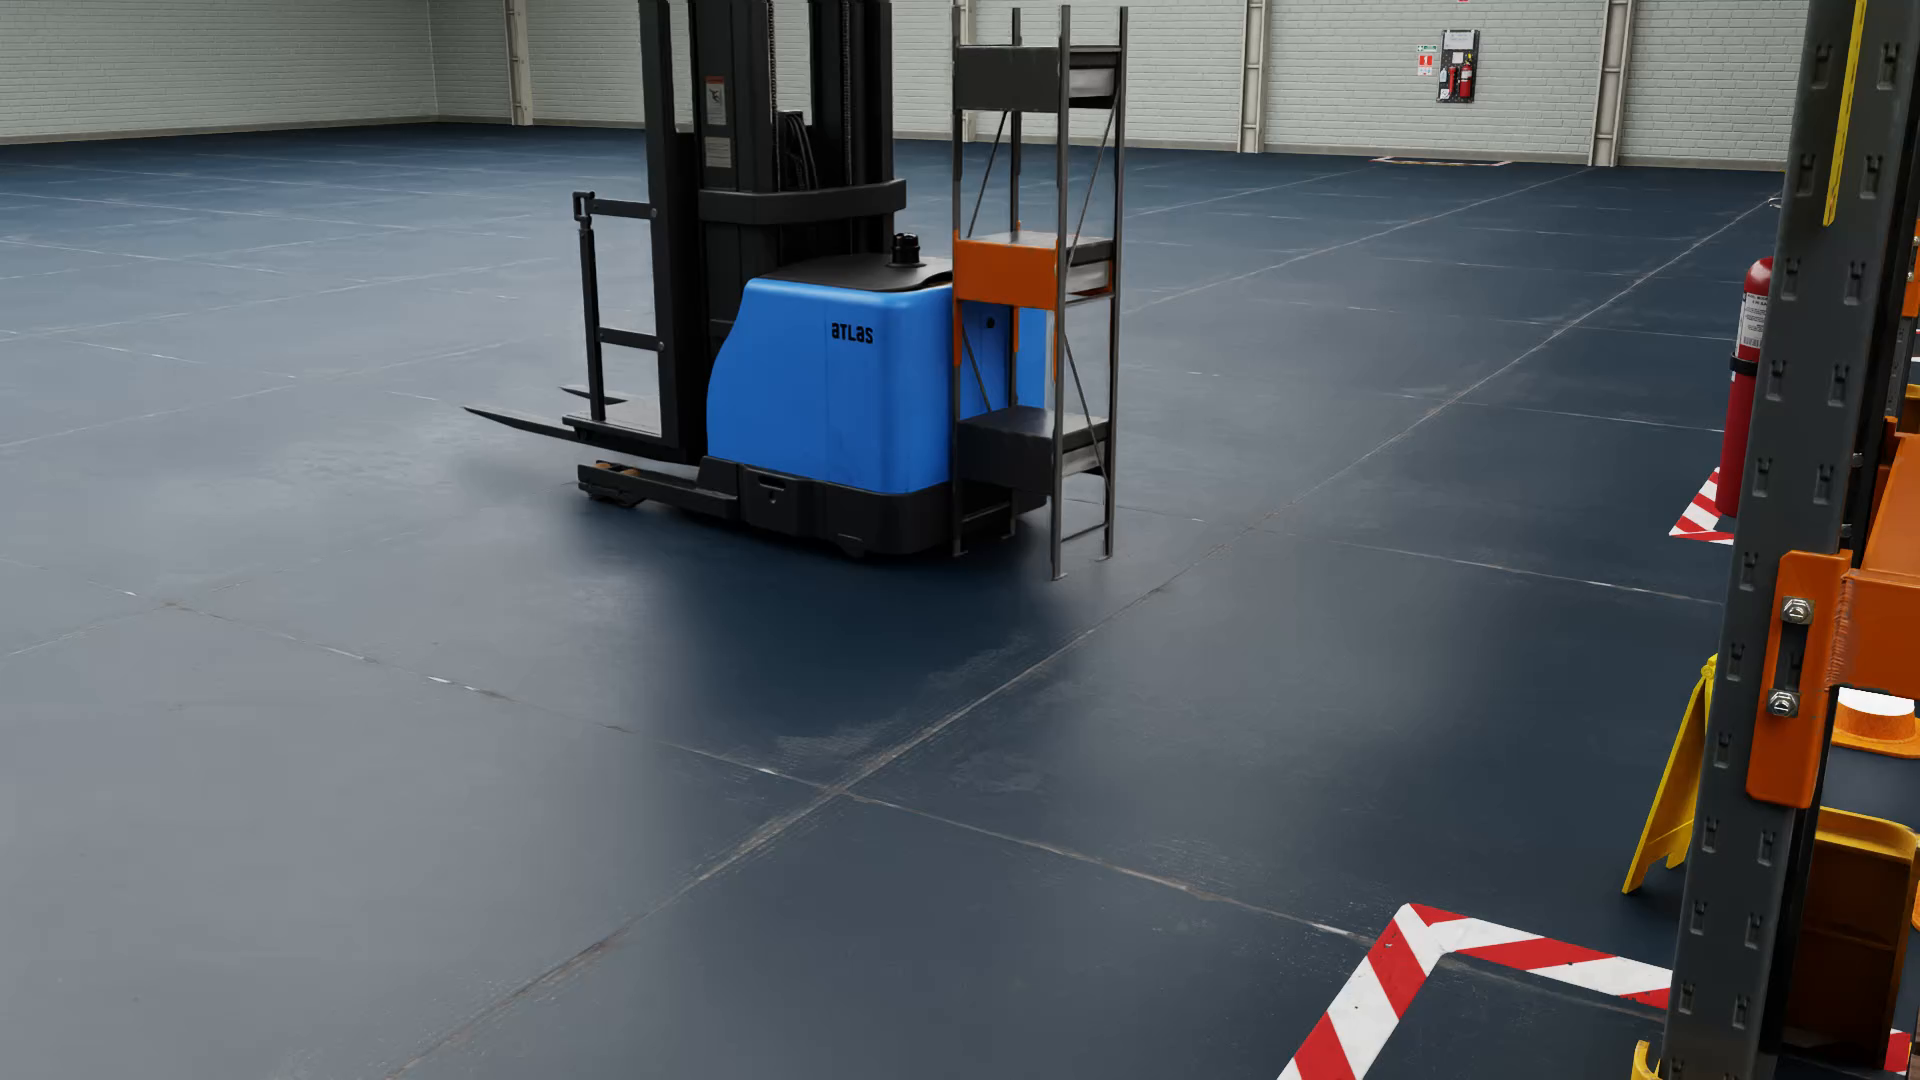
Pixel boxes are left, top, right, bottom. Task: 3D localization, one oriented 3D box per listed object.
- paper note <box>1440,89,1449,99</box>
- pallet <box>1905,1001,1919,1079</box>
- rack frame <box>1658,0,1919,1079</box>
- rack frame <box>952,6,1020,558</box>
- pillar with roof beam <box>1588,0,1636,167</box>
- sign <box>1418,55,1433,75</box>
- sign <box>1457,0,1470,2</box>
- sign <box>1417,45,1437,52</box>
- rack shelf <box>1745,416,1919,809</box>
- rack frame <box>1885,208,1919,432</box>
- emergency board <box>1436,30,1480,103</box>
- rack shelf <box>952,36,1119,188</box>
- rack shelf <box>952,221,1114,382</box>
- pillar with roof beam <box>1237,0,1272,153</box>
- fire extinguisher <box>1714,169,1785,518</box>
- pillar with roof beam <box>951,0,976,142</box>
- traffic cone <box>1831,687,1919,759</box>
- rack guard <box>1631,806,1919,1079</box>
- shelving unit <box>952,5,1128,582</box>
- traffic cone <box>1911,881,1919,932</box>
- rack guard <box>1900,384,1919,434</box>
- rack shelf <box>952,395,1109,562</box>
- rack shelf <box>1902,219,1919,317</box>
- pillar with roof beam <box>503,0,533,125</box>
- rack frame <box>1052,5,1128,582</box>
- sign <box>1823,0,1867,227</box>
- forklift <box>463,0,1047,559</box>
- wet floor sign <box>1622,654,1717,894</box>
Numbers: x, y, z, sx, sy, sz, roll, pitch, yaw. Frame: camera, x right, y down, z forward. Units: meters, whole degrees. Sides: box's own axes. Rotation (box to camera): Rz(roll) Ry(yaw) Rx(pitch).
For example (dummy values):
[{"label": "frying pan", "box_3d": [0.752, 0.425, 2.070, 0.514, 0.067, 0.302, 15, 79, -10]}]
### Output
[{"label": "paper note", "box_3d": [8.090, -7.443, 27.738, 0.142, 0.148, 0.016, 10, 20, 30]}, {"label": "pallet", "box_3d": [2.130, 1.198, 2.573, 1.213, 0.211, 1.003, 10, 20, 30]}, {"label": "rack frame", "box_3d": [1.391, -0.280, 2.641, 0.127, 3.000, 1.000, 10, 20, 30]}, {"label": "rack frame", "box_3d": [0.100, -0.979, 6.492, 0.015, 2.100, 0.400, 13, 21, 37]}, {"label": "pillar with roof beam", "box_3d": [8.038, -9.239, 21.814, 0.400, 9.000, 9.100, 10, 20, 30]}, {"label": "sign", "box_3d": [7.788, -7.947, 27.820, 0.234, 0.329, 0.001, 10, 20, 30]}, {"label": "sign", "box_3d": [8.250, -8.955, 27.213, 0.199, 0.298, 0.001, 10, 20, 30]}, {"label": "sign", "box_3d": [7.787, -8.197, 27.734, 0.331, 0.109, 0.001, 10, 20, 30]}, {"label": "rack shelf", "box_3d": [3.095, 0.369, 1.744, 4.000, 0.370, 1.077, 10, 20, 30]}, {"label": "rack frame", "box_3d": [3.896, -1.521, 6.728, 0.127, 3.000, 1.000, 10, 20, 30]}, {"label": "emergency board", "box_3d": [8.205, -7.820, 27.465, 0.643, 1.169, 0.194, 10, 20, 30]}, {"label": "rack shelf", "box_3d": [0.290, -1.592, 6.147, 0.480, 0.518, 0.431, 13, 21, 37]}, {"label": "rack shelf", "box_3d": [0.290, -0.922, 6.350, 0.480, 0.518, 0.431, 13, 21, 37]}, {"label": "pillar with roof beam", "box_3d": [2.925, -10.152, 24.819, 0.400, 9.000, 9.100, 10, 20, 30]}, {"label": "fire extinguisher", "box_3d": [1.535, -0.374, 3.085, 0.183, 0.674, 0.296, 10, 20, 30]}, {"label": "pillar with roof beam", "box_3d": [-2.188, -11.064, 27.823, 0.400, 9.000, 9.100, 10, 20, 30]}, {"label": "traffic cone", "box_3d": [2.724, 0.353, 4.921, 0.334, 0.463, 0.336, 10, 20, 30]}, {"label": "rack guard", "box_3d": [1.456, 0.928, 2.966, 0.348, 0.500, 1.175, 10, 20, 30]}, {"label": "shelving unit", "box_3d": [0.290, -0.935, 6.346, 0.503, 2.100, 0.431, 13, 21, 37]}, {"label": "traffic cone", "box_3d": [2.433, 0.680, 3.846, 0.334, 0.463, 0.336, 10, 20, 30]}, {"label": "rack guard", "box_3d": [3.875, -0.329, 7.103, 0.348, 0.500, 1.175, 10, 20, 30]}, {"label": "rack shelf", "box_3d": [0.290, -0.252, 6.554, 0.480, 0.518, 0.431, 13, 21, 37]}, {"label": "rack shelf", "box_3d": [5.600, -0.873, 5.831, 4.000, 0.370, 1.077, 10, 20, 30]}, {"label": "pillar with roof beam", "box_3d": [-12.413, -12.890, 33.832, 0.400, 9.000, 9.100, 10, 20, 30]}, {"label": "rack frame", "box_3d": [0.481, -0.891, 6.201, 0.015, 2.100, 0.400, 13, 21, 37]}, {"label": "sign", "box_3d": [1.107, -0.559, 2.073, 0.005, 0.325, 0.100, 10, 20, 30]}, {"label": "forklift", "box_3d": [-1.092, -1.656, 7.289, 3.031, 2.935, 1.130, 13, 21, 37]}, {"label": "wet floor sign", "box_3d": [1.789, 0.553, 3.951, 0.267, 0.644, 0.232, -13, 21, -37]}]
